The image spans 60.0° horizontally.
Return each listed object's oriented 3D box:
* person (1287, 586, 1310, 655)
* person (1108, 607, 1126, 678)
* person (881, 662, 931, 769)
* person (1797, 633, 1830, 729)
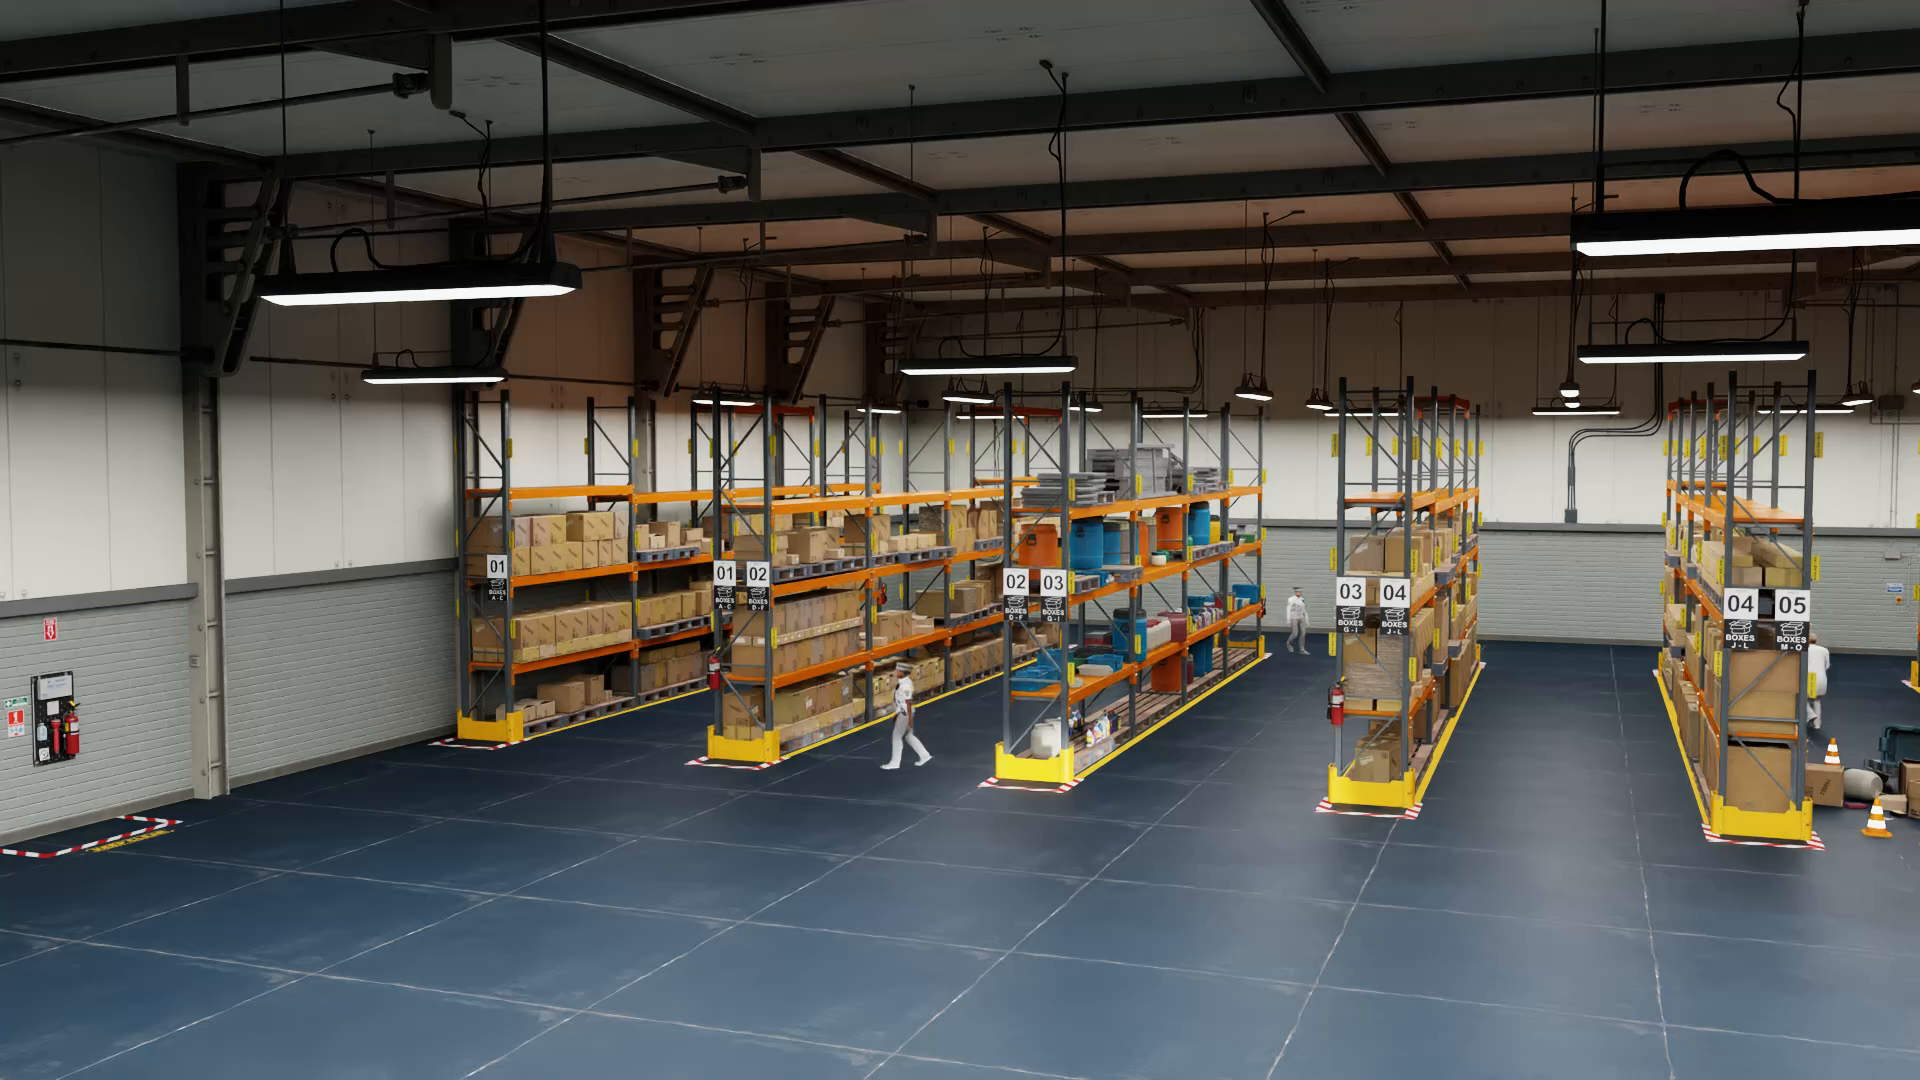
[{"bbox_3d":[8.188,1.943,40.348,0.563,1.666,0.571,-2,4,-27],"label":"person"},{"bbox_3d":[3.546,2.234,36.100,0.662,1.564,0.745,2,4,30],"label":"person"},{"bbox_3d":[-0.842,2.733,26.009,0.789,1.649,0.427,0,3,-2],"label":"person"},{"bbox_3d":[15.295,2.523,29.814,0.625,1.678,0.810,1,3,11],"label":"person"}]
